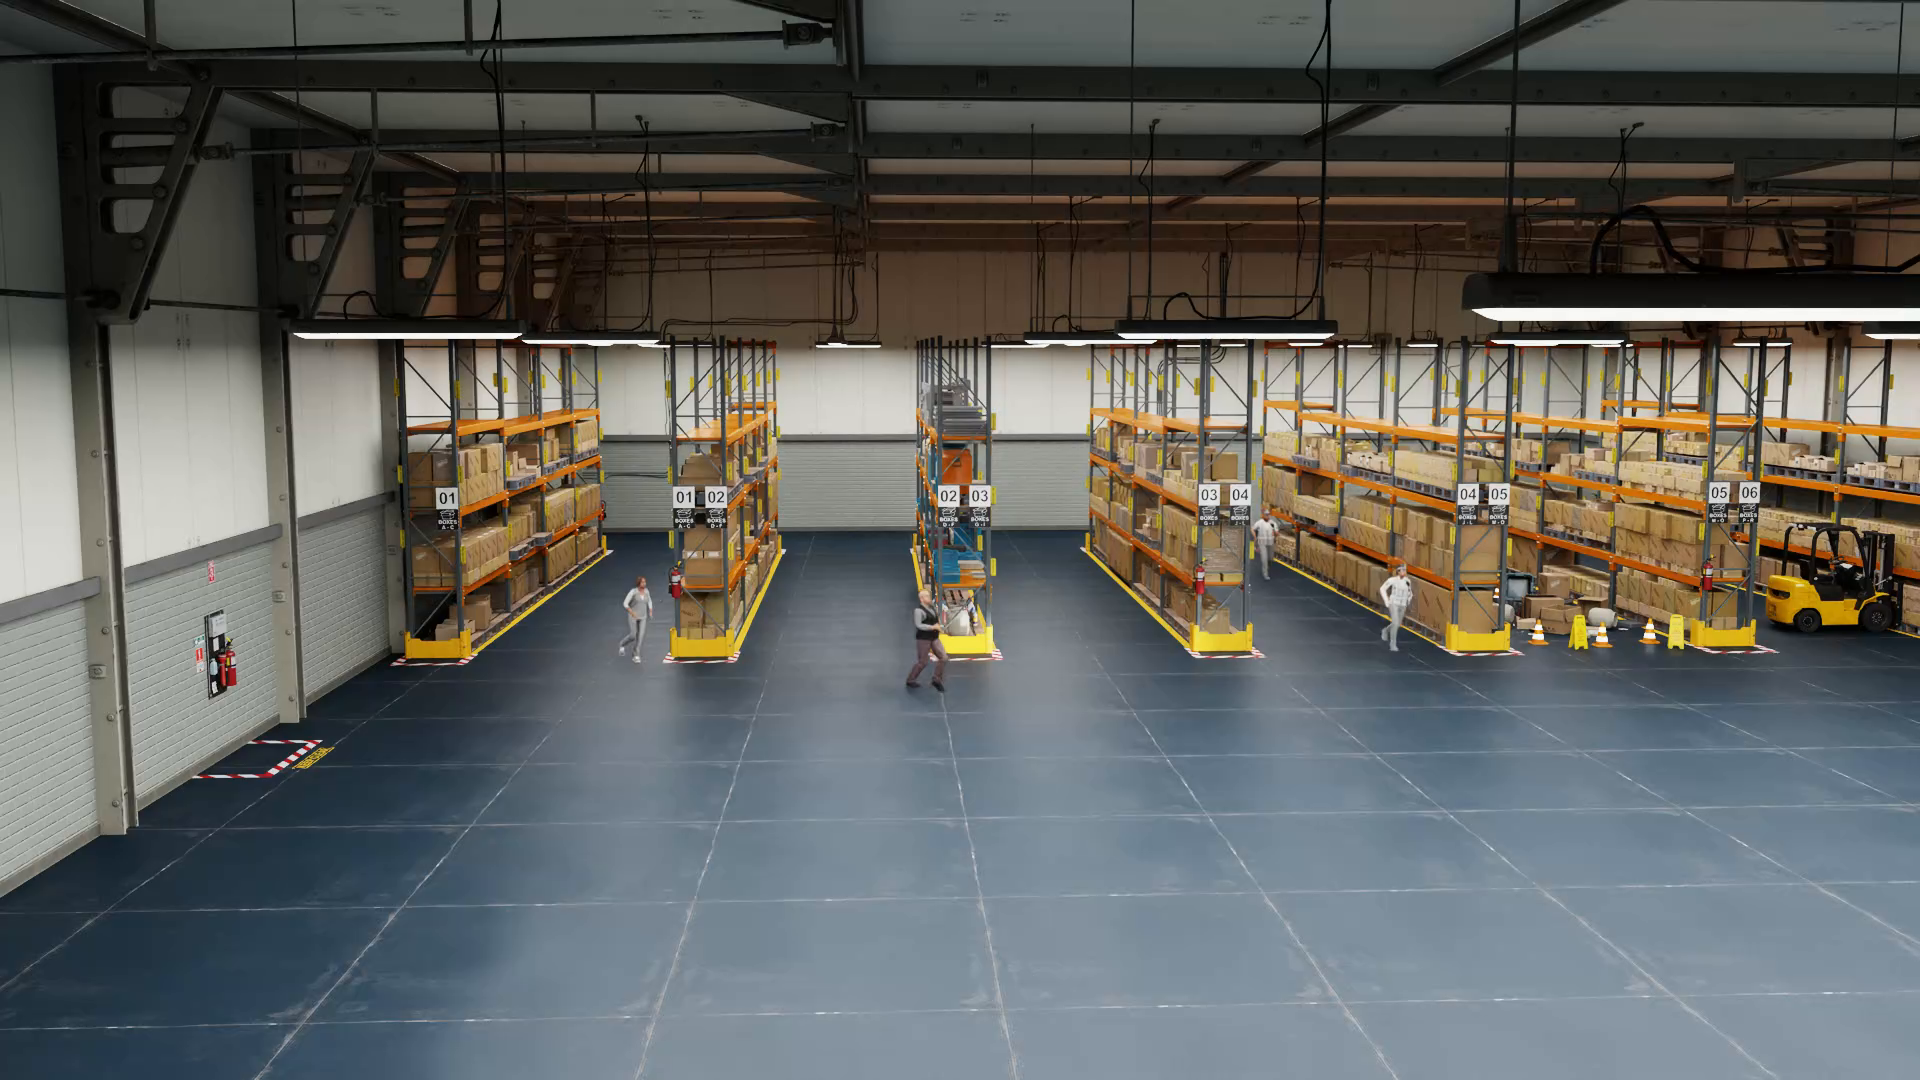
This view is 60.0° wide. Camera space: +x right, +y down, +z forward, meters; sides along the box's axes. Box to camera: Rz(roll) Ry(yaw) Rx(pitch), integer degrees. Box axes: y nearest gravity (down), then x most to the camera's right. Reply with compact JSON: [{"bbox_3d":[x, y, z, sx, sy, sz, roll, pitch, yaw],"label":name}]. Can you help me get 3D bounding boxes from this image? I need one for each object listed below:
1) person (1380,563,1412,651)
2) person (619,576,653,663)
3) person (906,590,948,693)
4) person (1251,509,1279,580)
[{"bbox_3d":[8.441,1.277,32.155,0.652,1.688,0.766,-2,7,-15],"label":"person"},{"bbox_3d":[-5.971,1.451,30.884,0.583,1.566,0.649,-5,8,-38],"label":"person"},{"bbox_3d":[-0.554,1.716,28.028,0.751,1.755,0.659,4,8,34],"label":"person"},{"bbox_3d":[7.688,0.087,41.790,0.671,1.755,0.963,-1,7,-6],"label":"person"}]
